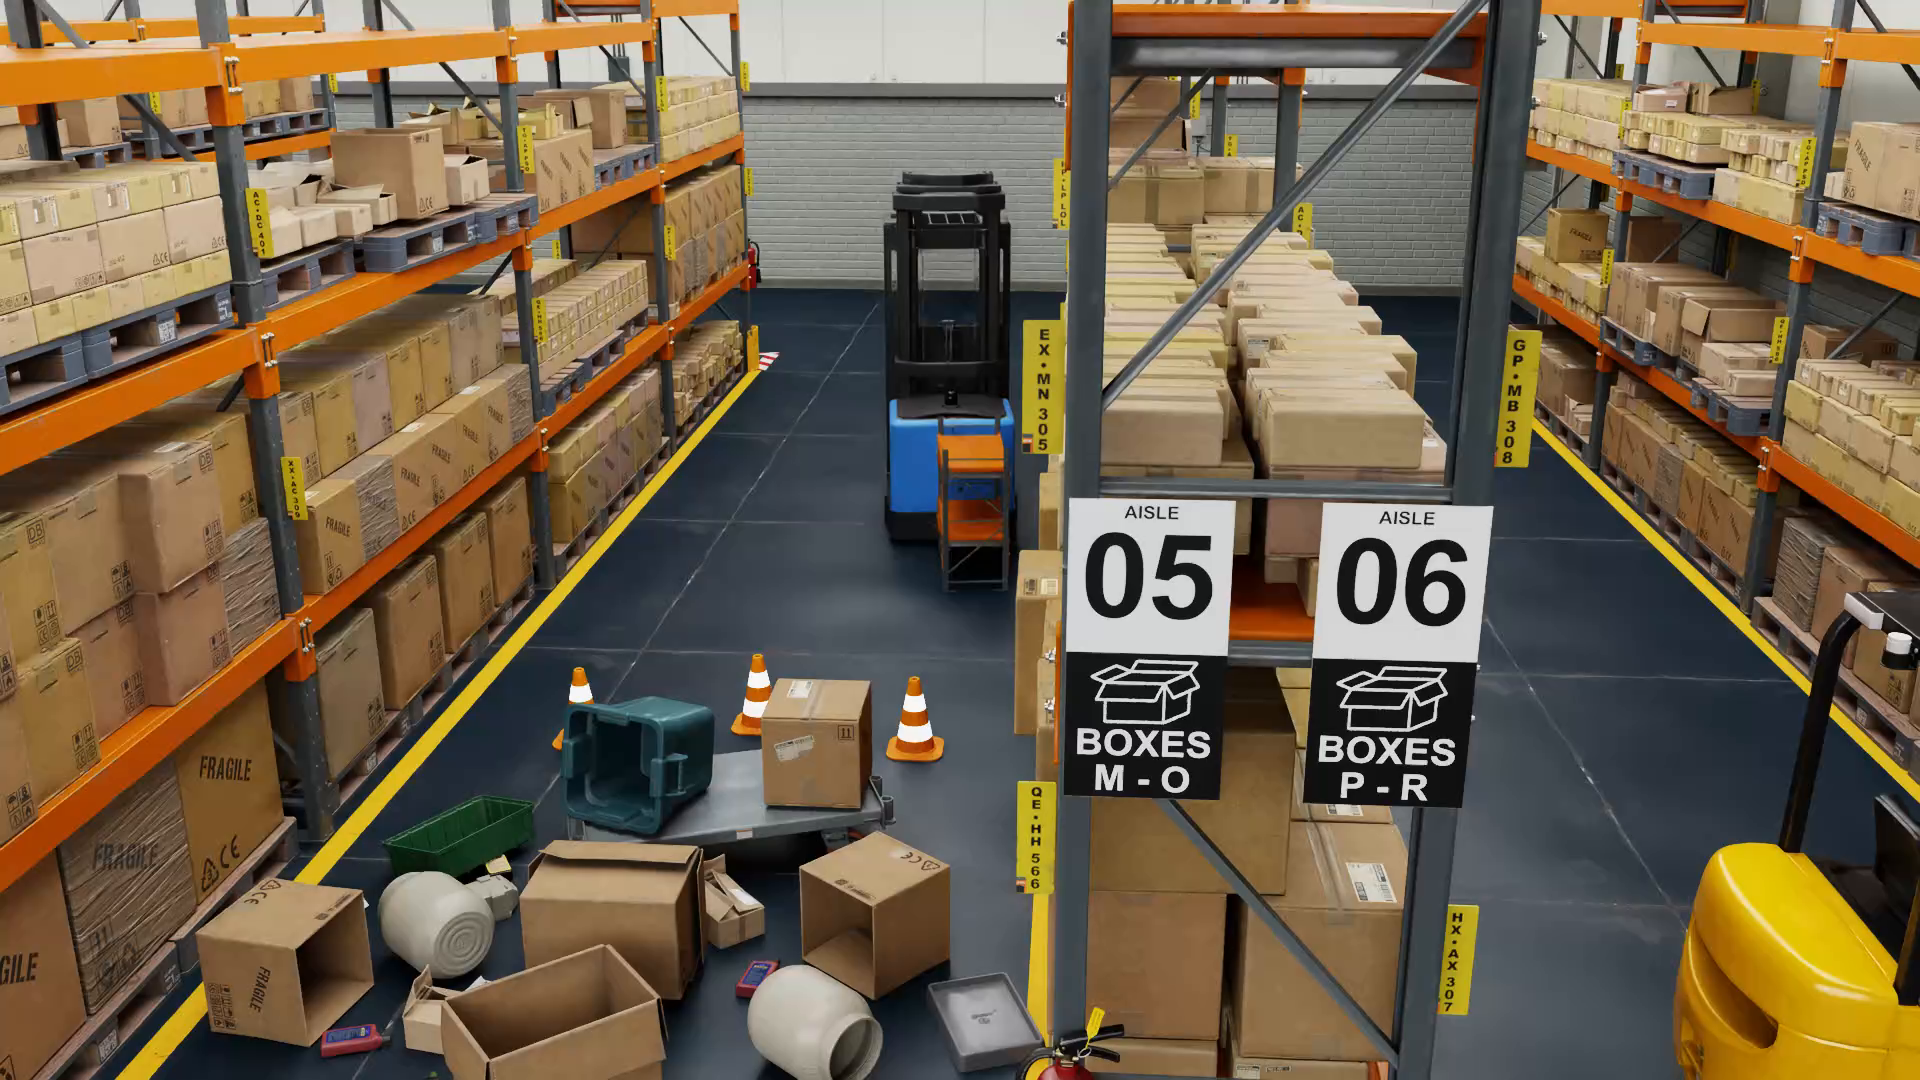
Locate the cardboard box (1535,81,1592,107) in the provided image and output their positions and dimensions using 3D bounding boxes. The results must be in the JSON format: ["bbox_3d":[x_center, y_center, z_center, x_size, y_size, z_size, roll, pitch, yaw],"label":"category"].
[{"bbox_3d":[6.512,-4.803,17.906,0.500,0.250,0.500,1,18,4],"label":"cardboard box"}]

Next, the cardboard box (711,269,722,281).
[{"bbox_3d":[-2.889,-3.006,18.682,0.380,0.149,0.250,0,18,1],"label":"cardboard box"}]

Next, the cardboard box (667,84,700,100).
[{"bbox_3d":[-2.923,-4.661,17.310,0.380,0.149,0.250,1,18,2],"label":"cardboard box"}]

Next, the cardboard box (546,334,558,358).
[{"bbox_3d":[-3.367,-1.515,12.980,0.380,0.149,0.250,2,18,7],"label":"cardboard box"}]

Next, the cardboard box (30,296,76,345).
[{"bbox_3d":[-3.703,-0.858,6.476,0.380,0.149,0.250,1,18,3],"label":"cardboard box"}]

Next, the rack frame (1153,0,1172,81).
[{"bbox_3d":[1.899,-6.320,18.758,1.000,3.000,0.127,1,18,4],"label":"rack frame"}]

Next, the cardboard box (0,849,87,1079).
[{"bbox_3d":[-4.149,1.746,6.515,0.875,0.875,0.875,1,18,3],"label":"cardboard box"}]

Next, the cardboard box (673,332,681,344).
[{"bbox_3d":[-3.403,-2.278,19.006,0.380,0.149,0.250,0,18,1],"label":"cardboard box"}]

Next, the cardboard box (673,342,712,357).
[{"bbox_3d":[-2.973,-2.102,18.471,0.380,0.149,0.250,1,18,2],"label":"cardboard box"}]

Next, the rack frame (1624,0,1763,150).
[{"bbox_3d":[6.563,-4.968,14.632,1.000,3.000,0.127,1,18,4],"label":"rack frame"}]

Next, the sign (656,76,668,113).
[{"bbox_3d":[-2.779,-4.153,15.499,0.100,0.325,0.005,1,18,4],"label":"sign"}]

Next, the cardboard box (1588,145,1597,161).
[{"bbox_3d":[6.365,-3.777,16.218,0.380,0.149,0.250,1,18,4],"label":"cardboard box"}]

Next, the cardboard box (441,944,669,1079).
[{"bbox_3d":[-1.648,2.085,6.753,0.797,0.503,0.637,-13,22,-34],"label":"cardboard box"}]

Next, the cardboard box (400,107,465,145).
[{"bbox_3d":[-3.850,-3.032,12.150,0.396,0.266,0.258,1,18,4],"label":"cardboard box"}]

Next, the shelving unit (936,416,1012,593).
[{"bbox_3d":[0.096,-0.299,13.030,0.538,1.125,1.048,-1,18,-2],"label":"shelving unit"}]

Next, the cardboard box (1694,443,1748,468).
[{"bbox_3d":[6.192,-0.678,13.474,0.380,0.149,0.250,1,18,3],"label":"cardboard box"}]

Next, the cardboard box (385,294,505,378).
[{"bbox_3d":[-3.662,-1.447,11.755,0.700,0.500,0.500,1,18,4],"label":"cardboard box"}]

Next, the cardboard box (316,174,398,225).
[{"bbox_3d":[-3.561,-2.006,9.792,0.396,0.266,0.258,1,18,4],"label":"cardboard box"}]

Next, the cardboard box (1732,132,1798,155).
[{"bbox_3d":[6.083,-2.998,12.560,0.380,0.149,0.250,1,18,3],"label":"cardboard box"}]

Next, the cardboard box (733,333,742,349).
[{"bbox_3d":[-2.799,-2.364,19.746,0.380,0.149,0.250,1,18,2],"label":"cardboard box"}]

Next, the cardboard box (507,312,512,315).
[{"bbox_3d":[-3.948,-1.849,14.001,0.380,0.149,0.250,2,18,5],"label":"cardboard box"}]

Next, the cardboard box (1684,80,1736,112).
[{"bbox_3d":[6.609,-3.912,14.652,0.396,0.266,0.258,1,18,3],"label":"cardboard box"}]

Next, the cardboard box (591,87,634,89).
[{"bbox_3d":[-3.516,-4.514,16.863,0.380,0.149,0.250,1,18,2],"label":"cardboard box"}]

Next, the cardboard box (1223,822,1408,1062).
[{"bbox_3d":[1.062,1.171,4.895,0.500,0.500,0.500,1,18,3],"label":"cardboard box"}]

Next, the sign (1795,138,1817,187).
[{"bbox_3d":[5.735,-2.559,11.266,0.100,0.325,0.005,1,18,4],"label":"sign"}]

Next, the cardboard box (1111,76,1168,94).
[{"bbox_3d":[1.676,-4.368,16.617,0.797,0.503,0.637,3,18,8],"label":"cardboard box"}]

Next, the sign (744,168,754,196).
[{"bbox_3d":[-2.494,-4.230,19.648,0.100,0.325,0.005,1,18,4],"label":"sign"}]

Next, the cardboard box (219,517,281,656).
[{"bbox_3d":[-3.921,0.222,8.186,0.875,0.550,0.550,1,18,4],"label":"cardboard box"}]

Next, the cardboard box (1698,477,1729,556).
[{"bbox_3d":[6.138,-0.178,12.988,0.500,0.500,0.500,1,18,3],"label":"cardboard box"}]

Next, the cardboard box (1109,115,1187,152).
[{"bbox_3d":[1.202,-2.779,11.929,0.797,0.503,0.637,0,18,1],"label":"cardboard box"}]

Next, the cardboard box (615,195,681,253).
[{"bbox_3d":[-3.057,-3.104,16.336,0.500,0.500,0.500,2,18,5],"label":"cardboard box"}]

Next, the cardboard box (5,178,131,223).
[{"bbox_3d":[-3.670,-1.398,6.844,0.380,0.149,0.250,2,18,5],"label":"cardboard box"}]

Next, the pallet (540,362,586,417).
[{"bbox_3d":[-3.675,-1.196,13.064,1.213,0.211,1.003,1,18,4],"label":"pallet"}]

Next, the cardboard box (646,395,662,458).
[{"bbox_3d":[-3.135,-1.082,15.748,0.500,0.500,0.500,1,18,3],"label":"cardboard box"}]

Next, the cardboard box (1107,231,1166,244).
[{"bbox_3d":[0.701,-1.255,7.241,0.380,0.149,0.250,2,18,6],"label":"cardboard box"}]

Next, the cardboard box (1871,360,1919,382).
[{"bbox_3d":[6.455,-1.125,11.336,0.380,0.149,0.250,2,18,6],"label":"cardboard box"}]

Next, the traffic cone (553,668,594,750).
[{"bbox_3d":[-2.304,1.002,10.123,0.336,0.463,0.334,1,18,4],"label":"traffic cone"}]

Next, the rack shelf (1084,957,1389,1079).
[{"bbox_3d":[0.895,1.221,6.535,1.077,0.370,4.000,1,18,4],"label":"rack shelf"}]

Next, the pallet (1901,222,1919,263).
[{"bbox_3d":[6.240,-1.650,9.628,1.003,0.211,1.213,2,18,6],"label":"pallet"}]

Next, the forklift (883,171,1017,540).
[{"bbox_3d":[-0.122,-1.799,14.705,1.130,2.935,3.031,-1,18,-2],"label":"forklift"}]

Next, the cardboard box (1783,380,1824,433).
[{"bbox_3d":[5.976,-0.909,11.318,0.500,0.250,0.500,1,18,4],"label":"cardboard box"}]

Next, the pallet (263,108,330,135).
[{"bbox_3d":[-8.029,-4.843,19.210,1.003,0.211,1.213,1,18,4],"label":"pallet"}]

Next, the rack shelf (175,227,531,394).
[{"bbox_3d":[-3.763,-1.526,10.100,1.077,0.370,4.000,1,18,4],"label":"rack shelf"}]

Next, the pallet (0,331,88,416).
[{"bbox_3d":[-4.065,-0.573,6.178,1.003,0.211,1.213,1,18,4],"label":"pallet"}]

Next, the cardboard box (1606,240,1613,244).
[{"bbox_3d":[7.081,-3.281,18.881,0.500,0.250,0.500,2,18,6],"label":"cardboard box"}]

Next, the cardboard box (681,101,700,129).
[{"bbox_3d":[-2.969,-4.352,17.009,0.500,0.250,0.500,2,18,5],"label":"cardboard box"}]

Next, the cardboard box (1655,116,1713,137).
[{"bbox_3d":[6.103,-3.486,14.017,0.380,0.149,0.250,1,18,3],"label":"cardboard box"}]

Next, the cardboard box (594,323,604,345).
[{"bbox_3d":[-3.273,-1.771,14.239,0.380,0.149,0.250,1,18,2],"label":"cardboard box"}]

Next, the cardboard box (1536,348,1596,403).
[{"bbox_3d":[6.474,-1.757,17.806,0.500,0.500,0.500,2,18,5],"label":"cardboard box"}]

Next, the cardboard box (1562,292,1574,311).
[{"bbox_3d":[6.362,-2.426,16.912,0.380,0.149,0.250,1,18,3],"label":"cardboard box"}]

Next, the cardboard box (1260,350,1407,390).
[{"bbox_3d":[1.062,-0.445,4.771,0.380,0.149,0.250,1,18,4],"label":"cardboard box"}]

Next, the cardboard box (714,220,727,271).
[{"bbox_3d":[-2.890,-3.274,18.459,0.500,0.500,0.500,1,18,4],"label":"cardboard box"}]

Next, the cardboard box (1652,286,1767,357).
[{"bbox_3d":[6.212,-1.814,13.807,0.700,0.500,0.500,1,18,4],"label":"cardboard box"}]

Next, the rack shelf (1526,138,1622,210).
[{"bbox_3d":[6.706,-3.822,17.107,1.077,0.370,4.000,1,18,4],"label":"rack shelf"}]

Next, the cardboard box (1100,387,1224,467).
[{"bbox_3d":[0.481,-0.296,4.316,0.380,0.149,0.250,1,18,4],"label":"cardboard box"}]

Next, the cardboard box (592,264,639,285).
[{"bbox_3d":[-3.185,-2.456,15.375,0.380,0.149,0.250,1,18,2],"label":"cardboard box"}]
